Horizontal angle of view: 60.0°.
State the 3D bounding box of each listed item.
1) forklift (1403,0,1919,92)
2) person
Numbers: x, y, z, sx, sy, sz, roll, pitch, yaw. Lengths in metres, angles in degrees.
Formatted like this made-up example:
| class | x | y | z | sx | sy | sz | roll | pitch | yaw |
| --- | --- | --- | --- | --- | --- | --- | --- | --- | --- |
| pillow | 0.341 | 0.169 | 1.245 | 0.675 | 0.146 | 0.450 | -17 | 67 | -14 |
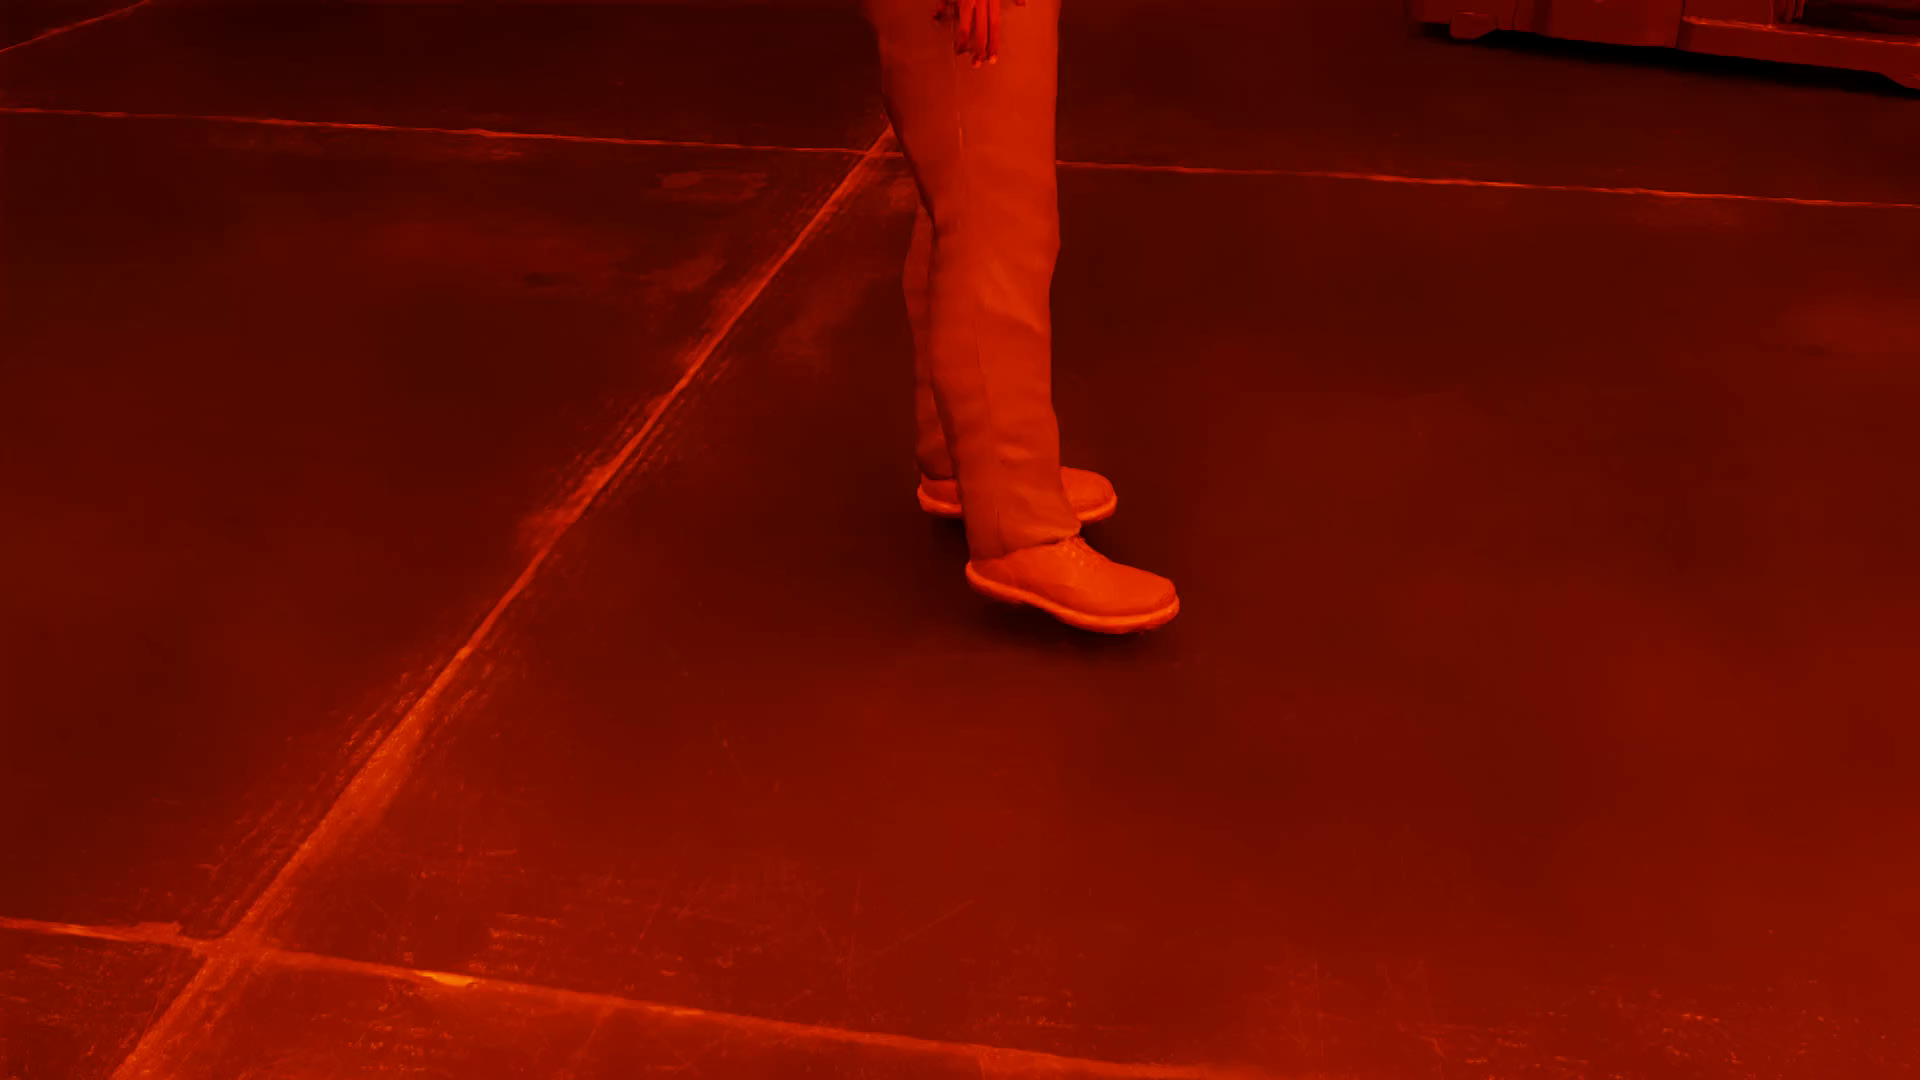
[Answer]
| class | x | y | z | sx | sy | sz | roll | pitch | yaw |
| --- | --- | --- | --- | --- | --- | --- | --- | --- | --- |
| forklift | 2.989 | -2.770 | 4.474 | 3.031 | 2.935 | 1.130 | 16 | 33 | 26 |
| person | 0.083 | -0.747 | 2.046 | 0.504 | 1.654 | 0.570 | 5 | 29 | 9 |
